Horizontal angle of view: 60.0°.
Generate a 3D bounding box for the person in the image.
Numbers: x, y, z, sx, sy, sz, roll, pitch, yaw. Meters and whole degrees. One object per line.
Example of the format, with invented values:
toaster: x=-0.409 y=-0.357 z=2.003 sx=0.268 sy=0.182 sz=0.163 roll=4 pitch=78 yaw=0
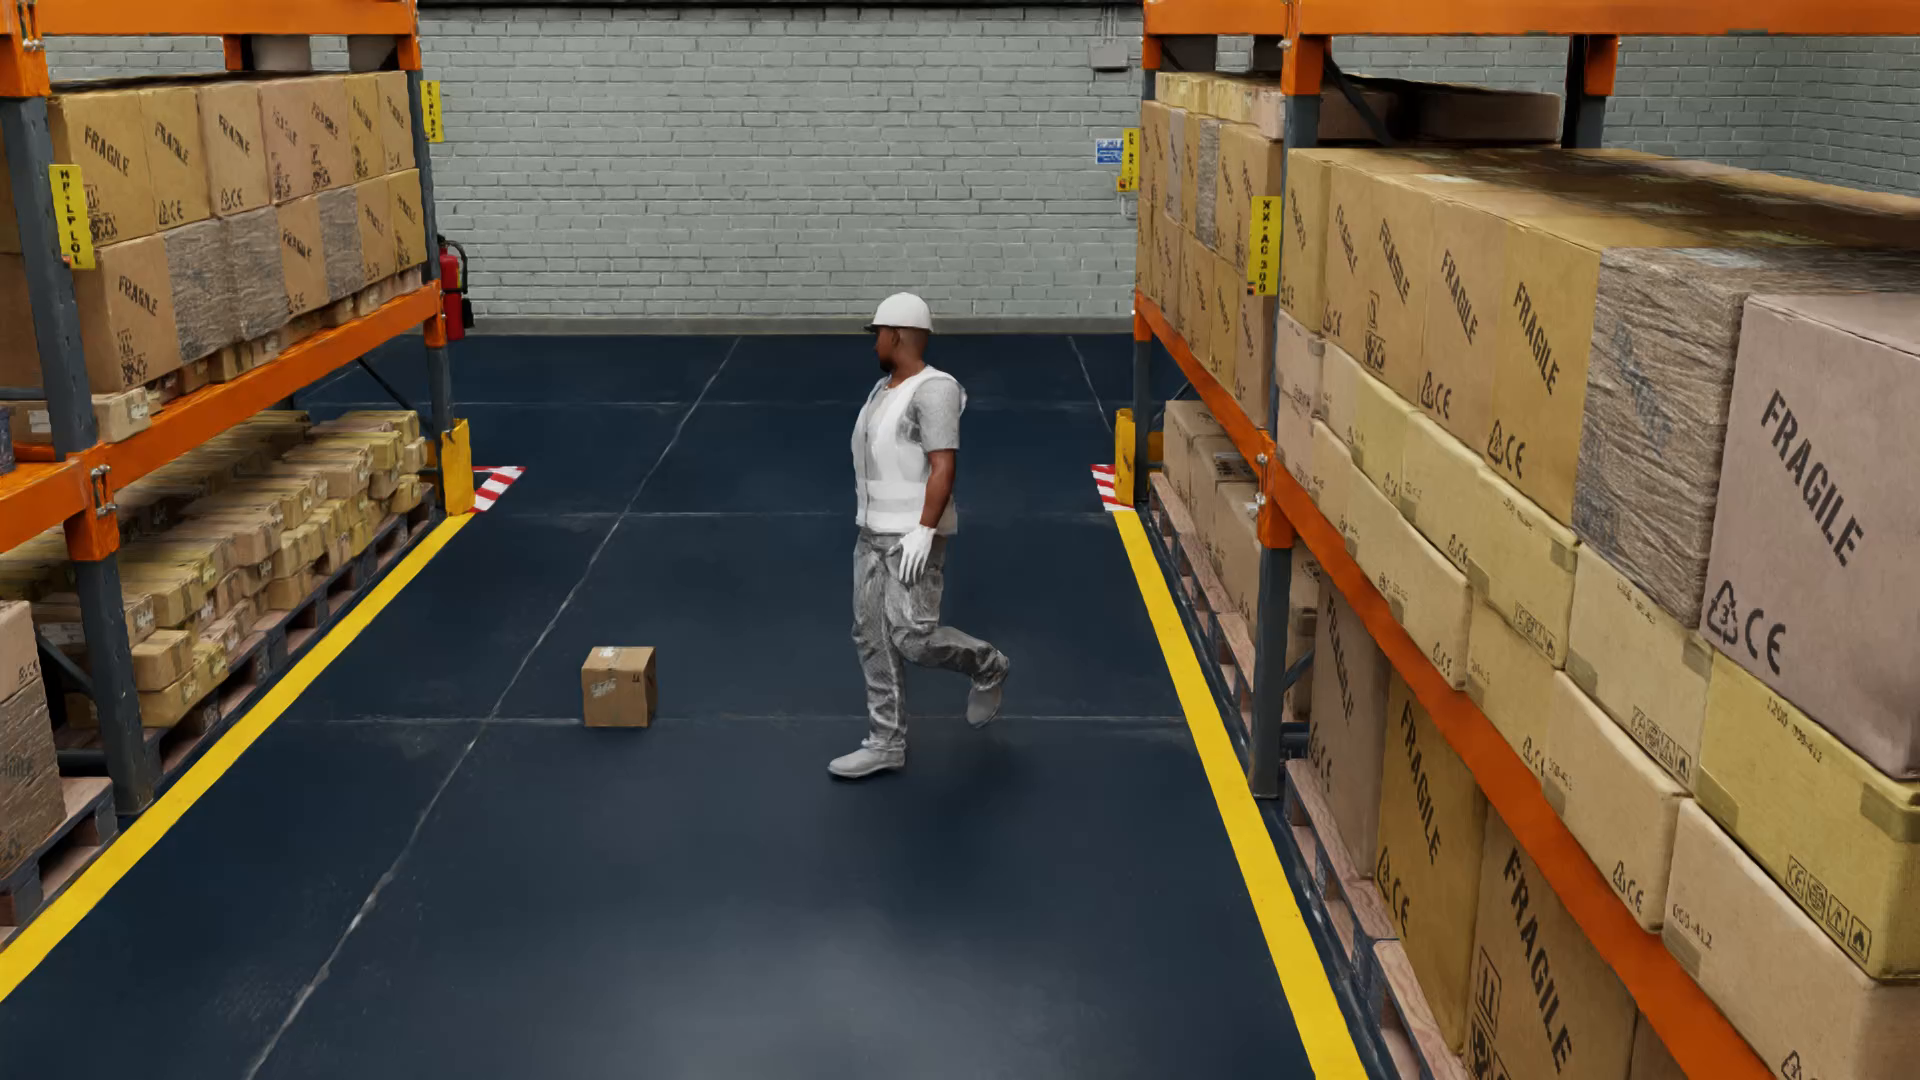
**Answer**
person: x=-0.203 y=-0.028 z=6.185 sx=0.775 sy=1.731 sz=0.618 roll=-9 pitch=19 yaw=-27
